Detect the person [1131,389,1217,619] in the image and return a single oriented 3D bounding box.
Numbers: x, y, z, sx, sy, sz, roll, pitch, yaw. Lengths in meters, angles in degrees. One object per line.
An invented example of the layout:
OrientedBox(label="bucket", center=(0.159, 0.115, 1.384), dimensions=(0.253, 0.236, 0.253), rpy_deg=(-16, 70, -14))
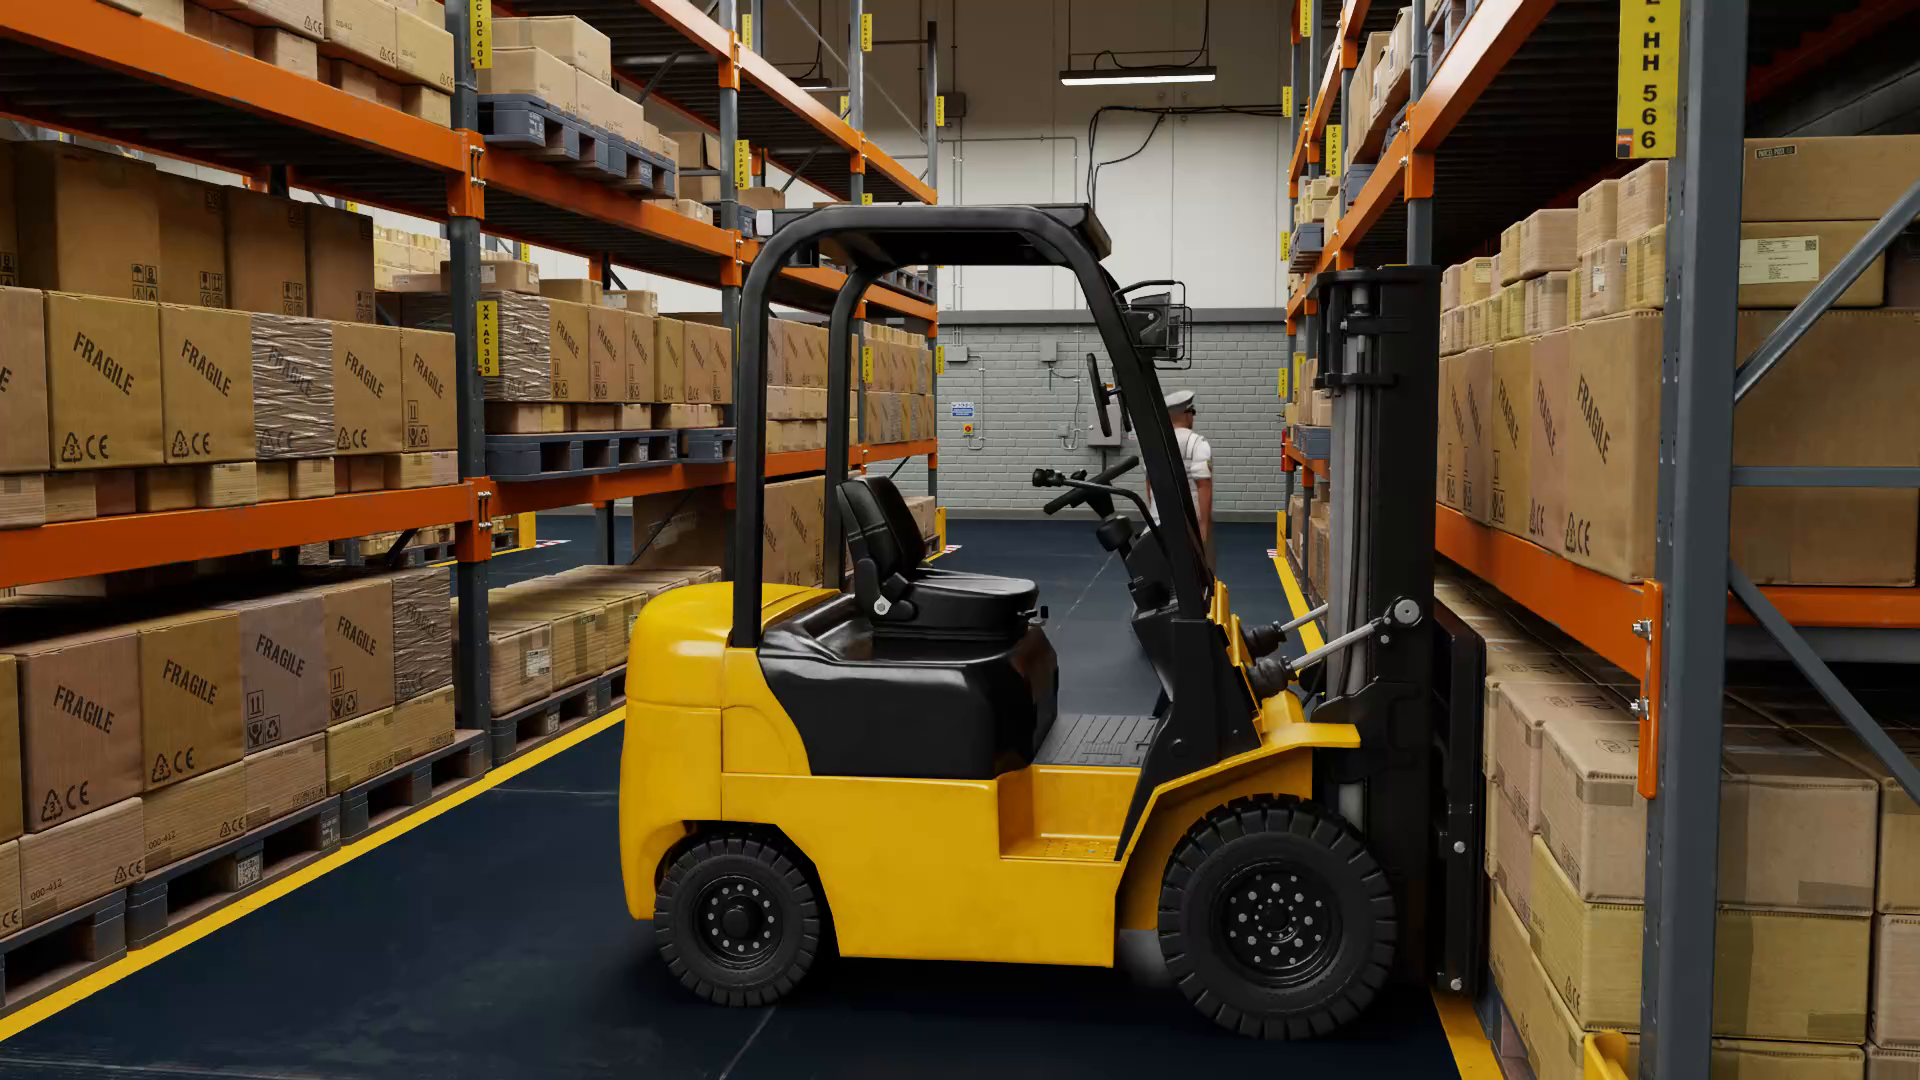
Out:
OrientedBox(label="person", center=(1.552, -0.168, 11.552), dimensions=(0.536, 1.736, 0.853), rpy_deg=(3, 5, 32))
